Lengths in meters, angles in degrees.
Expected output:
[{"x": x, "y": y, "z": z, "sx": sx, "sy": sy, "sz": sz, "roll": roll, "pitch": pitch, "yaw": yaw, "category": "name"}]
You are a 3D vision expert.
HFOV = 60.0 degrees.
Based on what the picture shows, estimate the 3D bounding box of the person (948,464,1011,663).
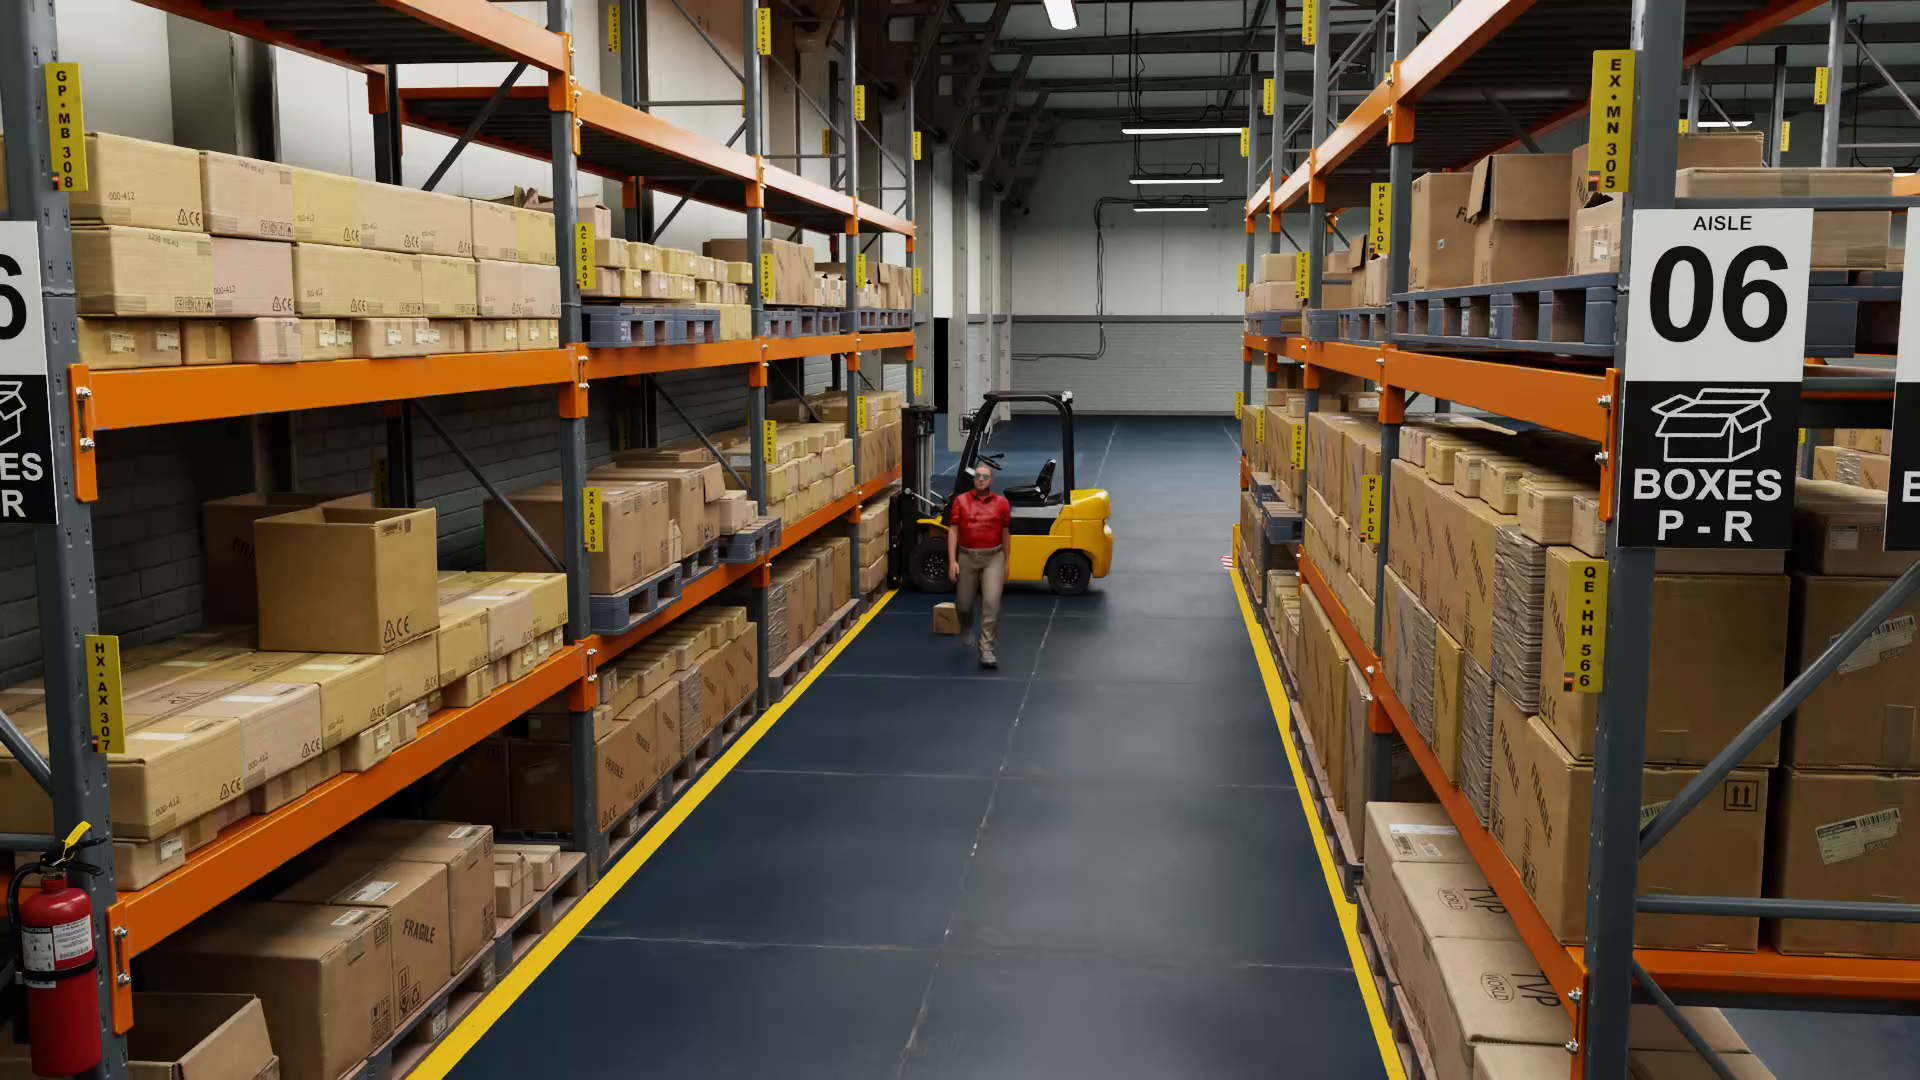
[{"x": 0.165, "y": 0.186, "z": 14.410, "sx": 0.546, "sy": 1.682, "sz": 0.863, "roll": 0, "pitch": 8, "yaw": 0, "category": "person"}]
